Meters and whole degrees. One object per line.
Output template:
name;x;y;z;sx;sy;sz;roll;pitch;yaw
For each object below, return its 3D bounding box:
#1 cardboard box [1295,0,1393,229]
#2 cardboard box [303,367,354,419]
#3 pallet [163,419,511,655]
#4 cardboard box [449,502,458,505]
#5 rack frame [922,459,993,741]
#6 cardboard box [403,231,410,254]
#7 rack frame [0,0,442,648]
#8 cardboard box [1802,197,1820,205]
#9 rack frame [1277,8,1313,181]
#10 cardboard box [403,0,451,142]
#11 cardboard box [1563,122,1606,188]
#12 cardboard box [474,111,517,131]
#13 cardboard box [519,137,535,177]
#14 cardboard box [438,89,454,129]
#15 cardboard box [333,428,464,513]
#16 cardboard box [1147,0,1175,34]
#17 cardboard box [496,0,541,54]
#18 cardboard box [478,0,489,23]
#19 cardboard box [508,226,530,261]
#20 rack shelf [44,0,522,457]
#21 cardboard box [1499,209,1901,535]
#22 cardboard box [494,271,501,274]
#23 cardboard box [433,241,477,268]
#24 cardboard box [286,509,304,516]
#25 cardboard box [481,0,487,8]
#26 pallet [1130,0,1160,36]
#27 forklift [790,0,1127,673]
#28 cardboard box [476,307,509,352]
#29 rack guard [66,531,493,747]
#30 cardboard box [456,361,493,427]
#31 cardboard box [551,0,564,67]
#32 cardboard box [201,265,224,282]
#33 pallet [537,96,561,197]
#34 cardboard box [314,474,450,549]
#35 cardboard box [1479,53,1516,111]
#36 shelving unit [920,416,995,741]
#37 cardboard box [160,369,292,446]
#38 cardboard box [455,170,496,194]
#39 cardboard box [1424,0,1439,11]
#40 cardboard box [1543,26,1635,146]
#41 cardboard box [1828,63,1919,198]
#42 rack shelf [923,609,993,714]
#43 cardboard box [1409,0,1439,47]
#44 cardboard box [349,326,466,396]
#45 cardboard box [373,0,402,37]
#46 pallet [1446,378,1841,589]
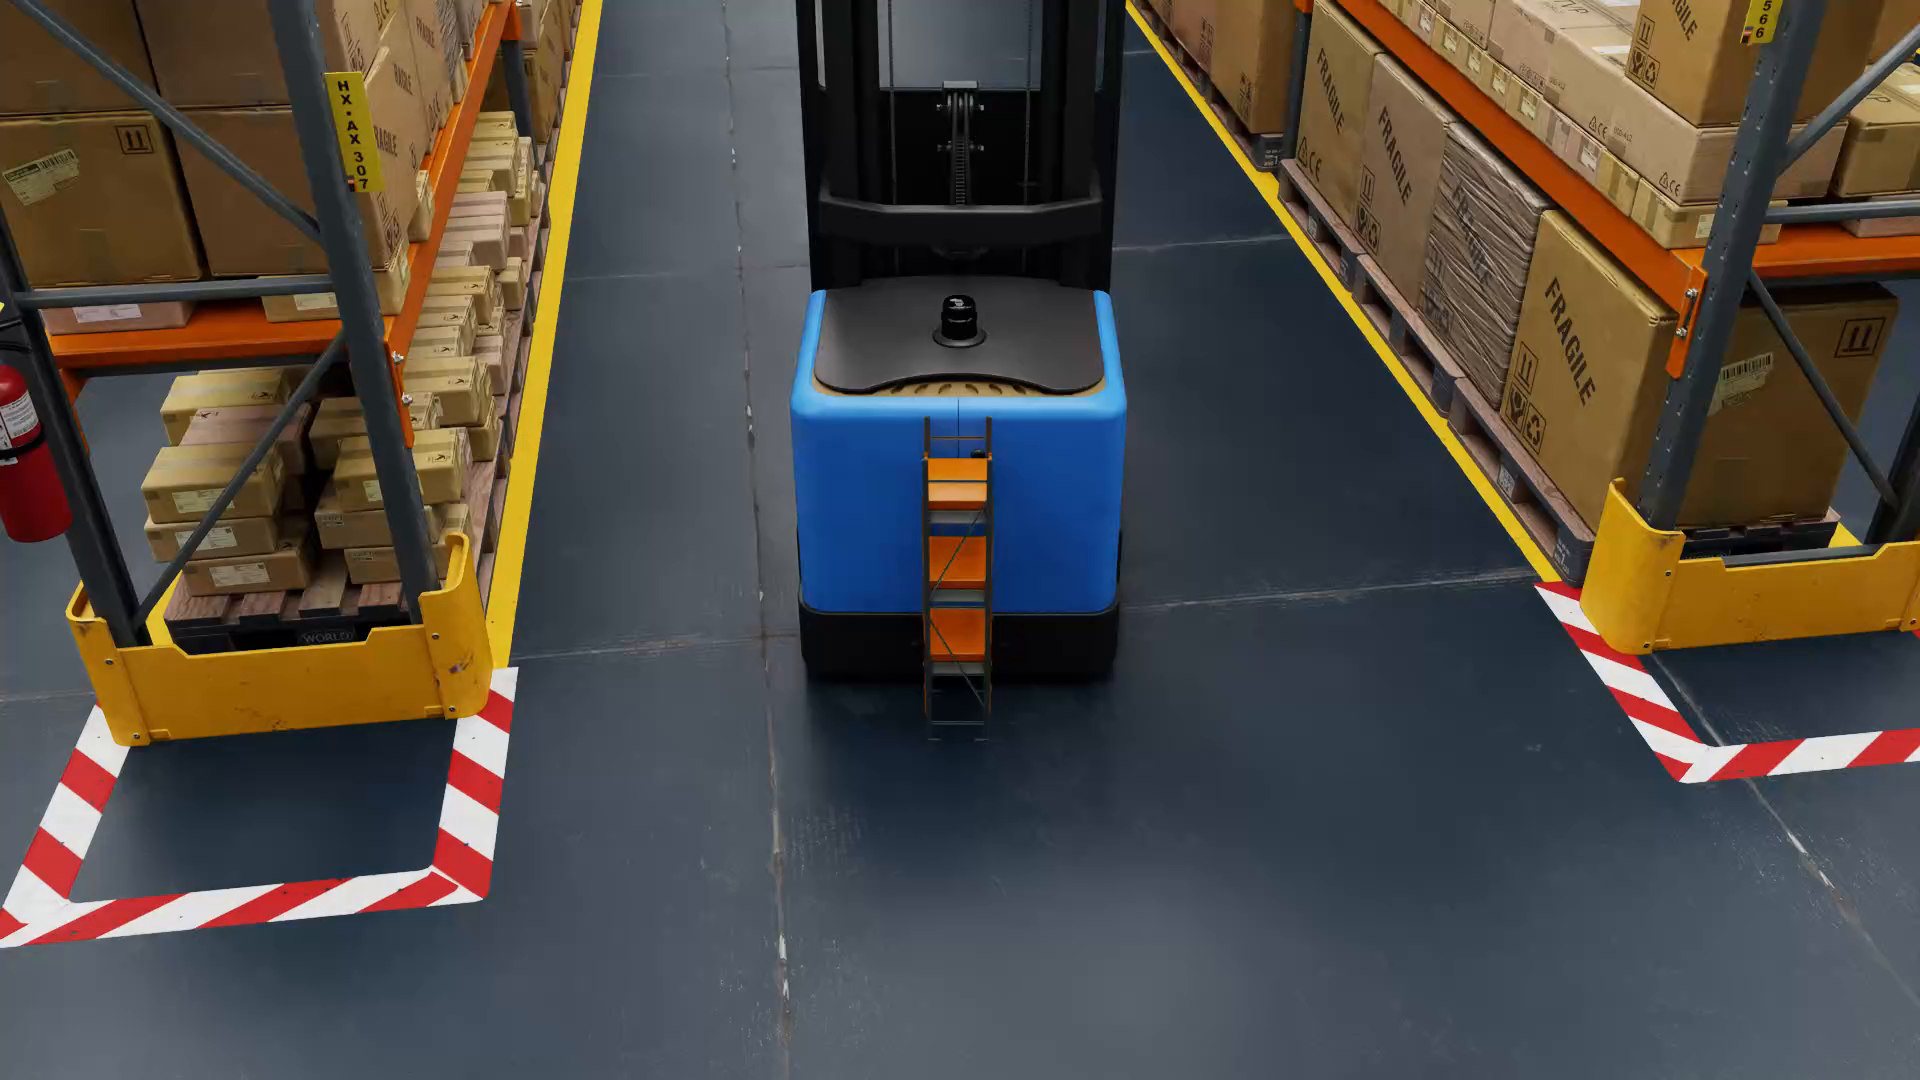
cardboard box;2.262;-2.148;8.253;0.875;0.875;0.875;-4;35;-6
cardboard box;-2.498;-0.515;6.236;0.380;0.149;0.250;-5;35;-7
pallet;-2.223;-0.022;6.095;1.003;0.211;1.213;-4;35;-6
cardboard box;-2.008;-0.128;5.933;0.380;0.149;0.250;-5;35;-7
rack frame;-0.007;0.206;5.015;0.200;1.050;0.008;0;34;0
cardboard box;-1.932;-0.917;5.154;0.380;0.149;0.250;-3;34;-5
rack frame;-2.138;-0.676;4.578;1.000;3.000;0.127;-4;35;-6
cardboard box;3.034;-1.257;5.655;0.380;0.149;0.250;-5;35;-7
rack frame;2.252;-3.227;8.322;1.000;3.000;0.127;-4;35;-6
cardboard box;-2.075;-1.683;5.703;0.500;0.500;0.500;-4;34;-6
cardboard box;2.347;-1.351;5.792;0.380;0.149;0.250;-4;35;-6
cardboard box;-2.370;-1.970;8.108;0.380;0.149;0.250;-3;34;-5
cardboard box;-2.319;-1.875;8.232;0.380;0.149;0.250;-4;34;-5
cardboard box;-2.117;-1.644;6.222;0.380;0.149;0.250;-3;34;-5
cardboard box;-1.872;-0.235;5.562;0.380;0.149;0.250;-6;35;-9
cardboard box;1.899;-3.870;10.779;1.225;0.875;0.875;-4;35;-6
cardboard box;-2.514;-2.791;8.863;0.500;0.250;0.500;-6;35;-8
cardboard box;-2.286;-2.373;7.292;0.380;0.149;0.250;-3;34;-4
cardboard box;-2.234;-1.417;7.824;0.380;0.149;0.250;-5;35;-8
rack shelf;-2.407;-1.495;6.418;1.077;0.370;4.000;-4;35;-6
cardboard box;2.625;-0.642;6.042;0.875;0.875;0.875;-4;35;-6
cardboard box;-2.226;-1.288;7.371;0.380;0.149;0.250;-4;34;-5
cardboard box;-2.197;-1.101;6.833;0.380;0.149;0.250;-4;35;-6
cardboard box;-2.551;-0.085;5.870;0.380;0.149;0.250;-3;34;-5
cardboard box;-2.262;-2.534;6.952;0.500;0.500;0.500;-5;35;-8
pallet;1.746;-3.861;11.729;1.003;0.211;1.213;-4;35;-6
forklift;0.003;-1.566;5.945;1.130;2.935;3.031;0;34;0
cardboard box;-2.113;-0.850;6.993;0.380;0.149;0.250;-4;35;-6
rack guard;-2.148;0.315;5.344;1.175;0.500;0.348;-4;35;-6
cardboard box;-1.983;-0.544;6.280;0.380;0.149;0.250;-3;34;-5
cardboard box;-2.669;-3.067;9.934;0.500;0.500;0.500;-4;34;-6
cardboard box;-2.458;-0.874;5.092;0.380;0.149;0.250;-4;35;-6
pallet;-2.782;-2.190;9.276;1.003;0.211;1.213;-4;35;-6
cardboard box;-1.954;-0.106;5.637;0.380;0.149;0.250;-3;34;-4
cardboard box;2.242;-1.780;6.421;0.380;0.149;0.250;-4;35;-6
shelving unit;-0.007;0.138;5.116;0.215;1.050;0.252;0;34;0
cardboard box;-2.598;-0.473;5.911;0.380;0.149;0.250;-5;35;-7
cardboard box;-2.299;-1.542;7.479;0.380;0.149;0.250;-3;34;-5
cardboard box;2.193;-2.440;7.035;0.500;0.250;0.500;-4;34;-5
cardboard box;2.395;-1.590;5.788;0.500;0.250;0.500;-5;35;-7
cardboard box;2.993;-1.344;5.428;0.500;0.250;0.500;-5;35;-8
rack shelf;-0.007;0.376;5.278;0.215;0.259;0.240;0;34;0
cardboard box;2.137;-2.210;7.052;0.380;0.149;0.250;-4;34;-6
cardboard box;-2.051;-0.662;6.189;0.380;0.149;0.250;-6;35;-9
cardboard box;-2.010;-1.805;4.994;0.500;0.500;0.500;-3;34;-5
pallet;2.605;-0.283;6.478;1.003;0.211;1.213;-4;35;-6
